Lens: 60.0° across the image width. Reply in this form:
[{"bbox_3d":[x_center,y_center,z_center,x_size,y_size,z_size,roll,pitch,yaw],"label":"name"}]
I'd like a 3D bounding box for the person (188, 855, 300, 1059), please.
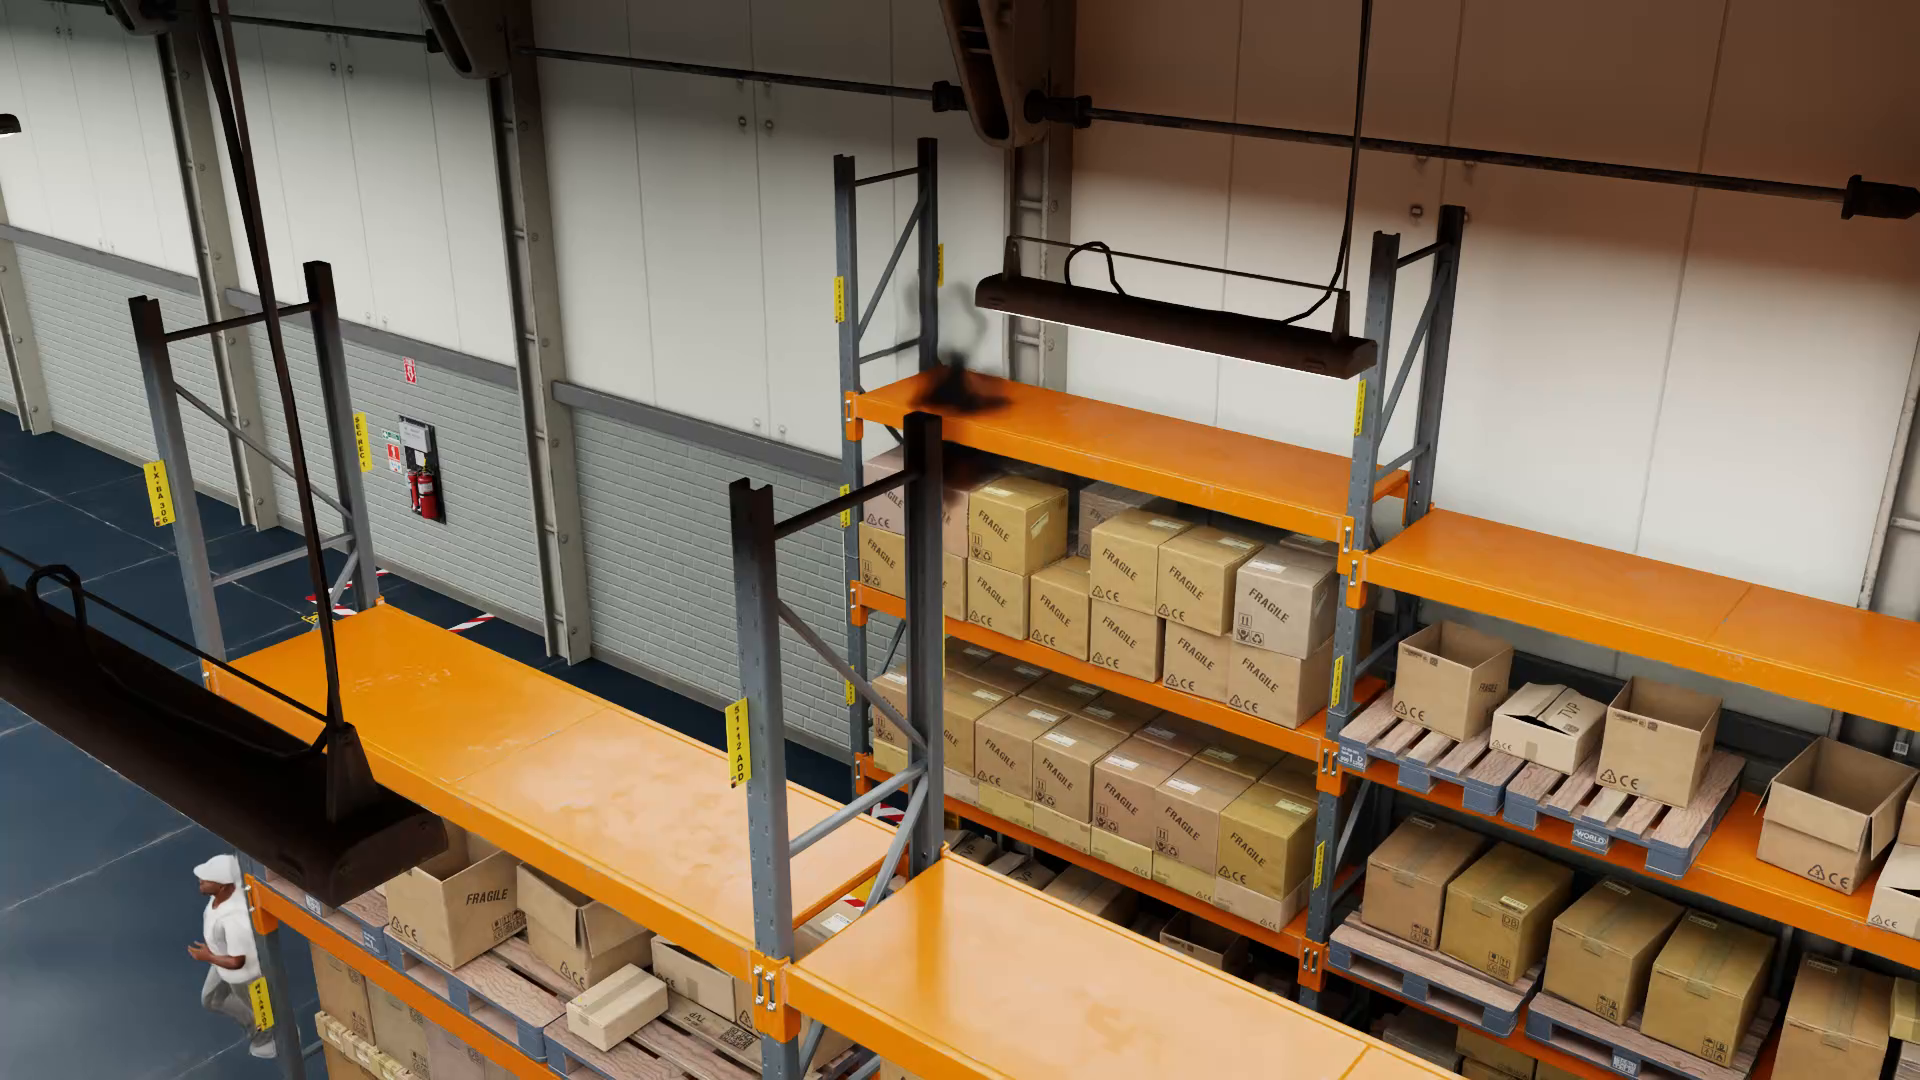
[{"bbox_3d":[-4.748,2.815,10.978,0.570,1.774,0.699,-12,25,-26],"label":"person"}]
